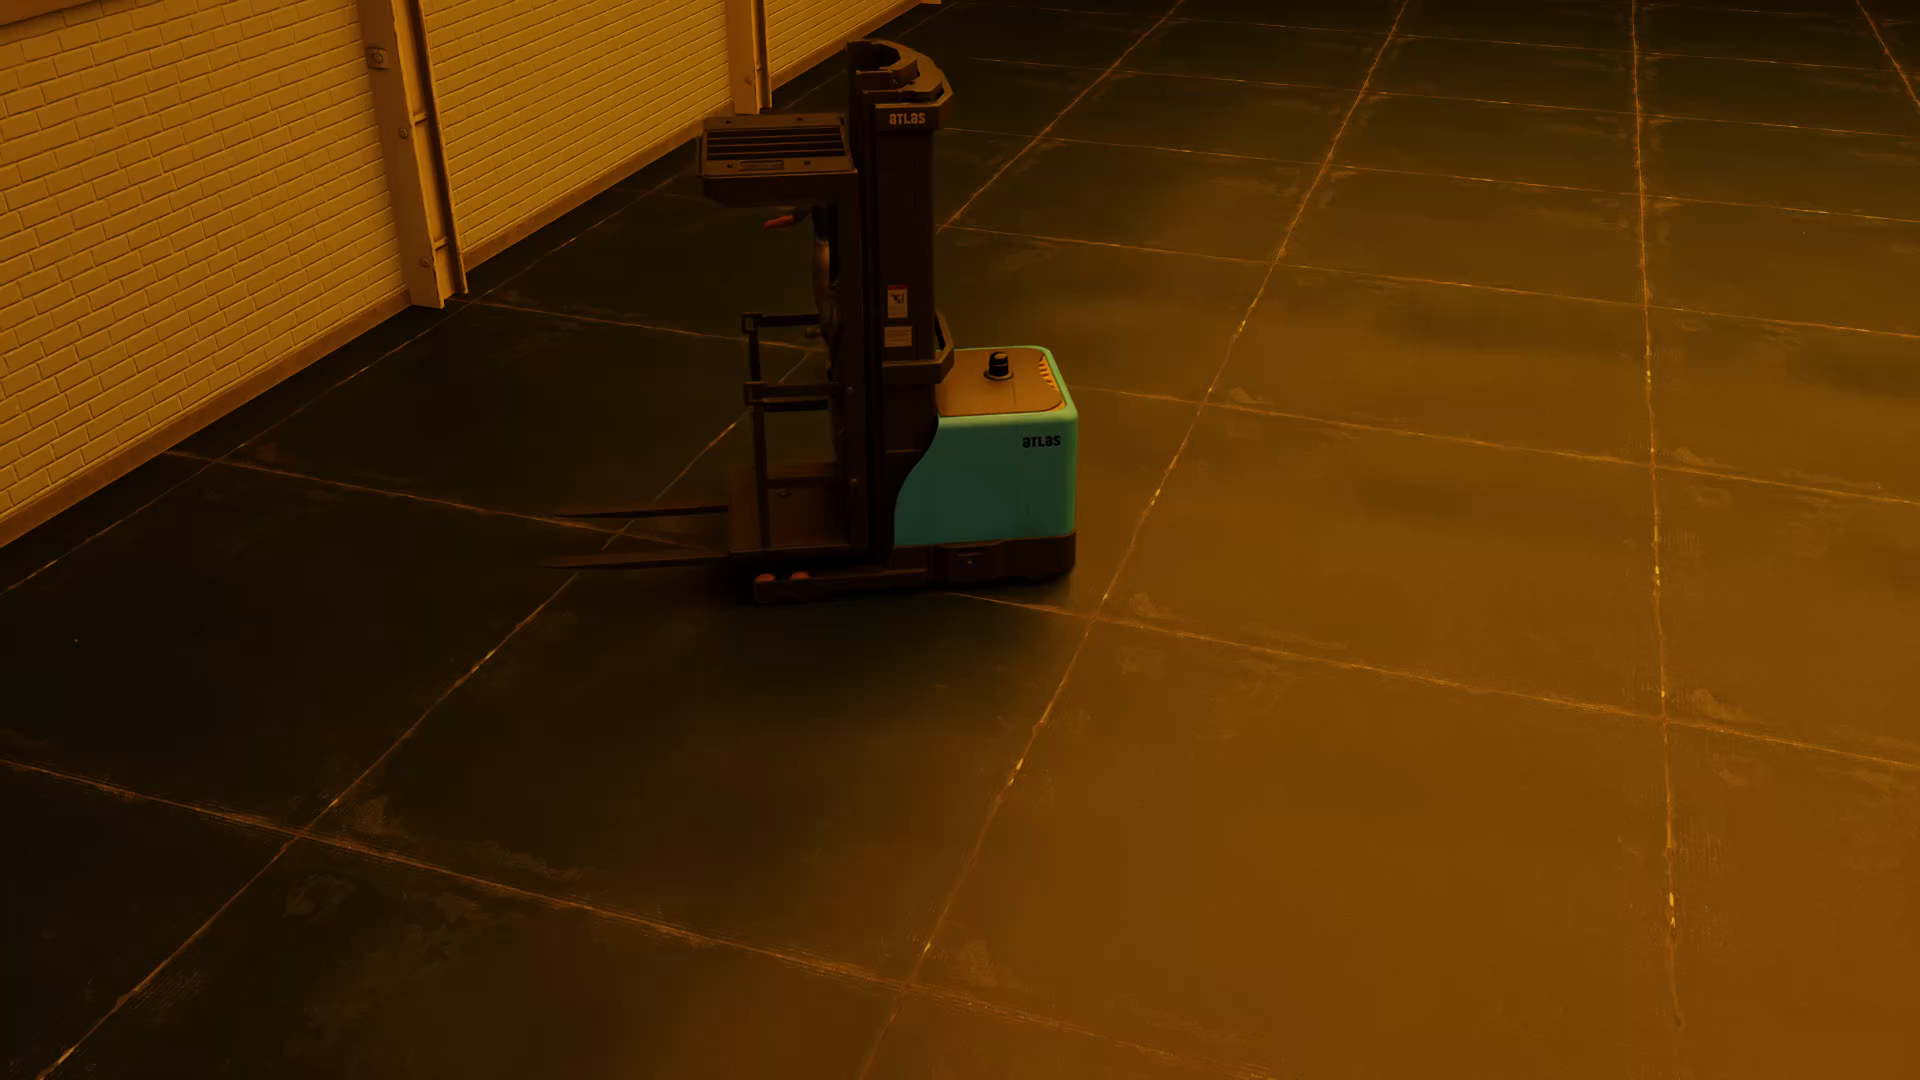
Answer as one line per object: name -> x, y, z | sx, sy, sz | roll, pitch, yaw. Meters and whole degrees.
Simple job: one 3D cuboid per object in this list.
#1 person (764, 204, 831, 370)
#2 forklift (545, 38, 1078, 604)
person -> -0.891, -2.059, 12.087 | 0.891, 1.639, 0.732 | -14, 33, -23
forklift -> -0.886, -1.190, 9.225 | 3.031, 2.935, 1.130 | -4, 30, -6
